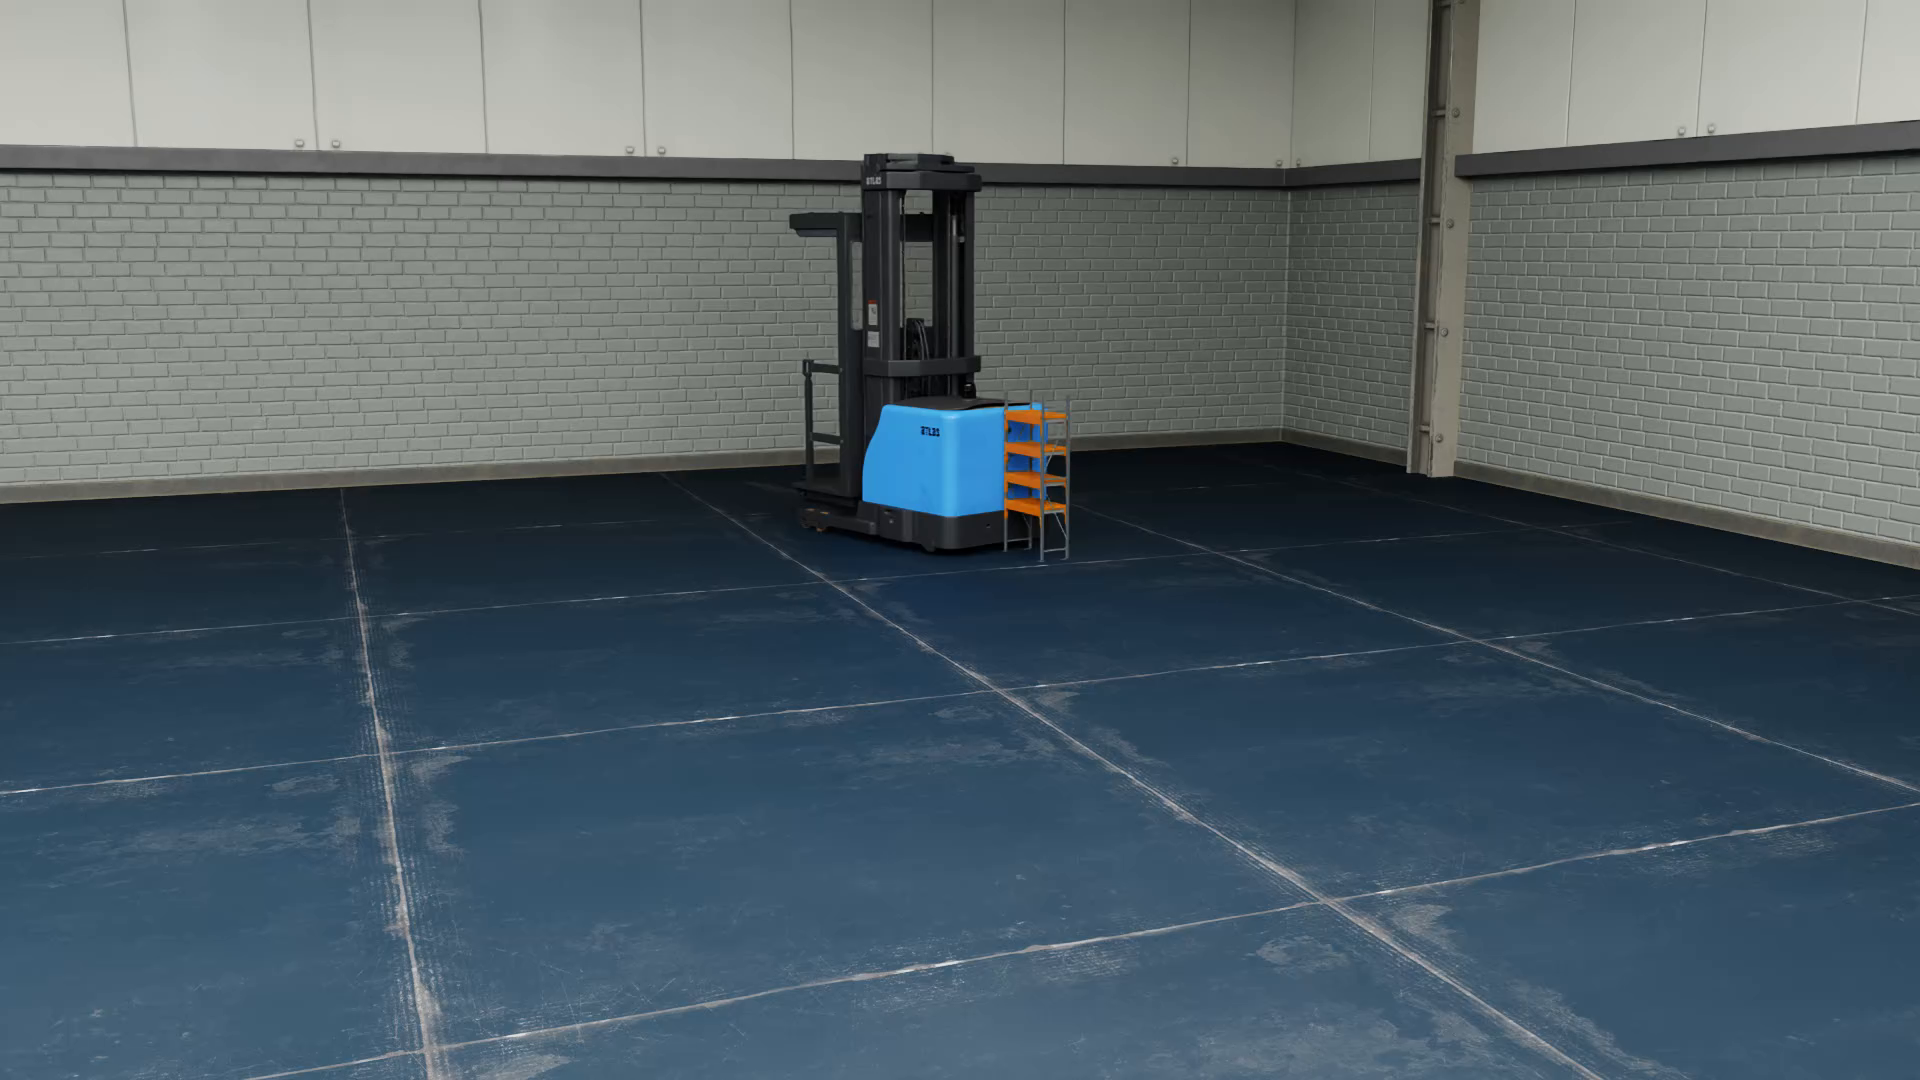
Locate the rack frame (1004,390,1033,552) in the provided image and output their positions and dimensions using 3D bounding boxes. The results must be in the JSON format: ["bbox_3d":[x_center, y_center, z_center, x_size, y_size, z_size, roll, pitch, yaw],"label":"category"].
[{"bbox_3d":[0.434,-0.510,12.364,0.240,1.200,0.015,-6,12,-30],"label":"rack frame"}]

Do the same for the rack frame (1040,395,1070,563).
[{"bbox_3d":[0.684,-0.437,11.951,0.240,1.200,0.015,-6,12,-30],"label":"rack frame"}]

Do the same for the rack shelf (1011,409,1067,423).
[{"bbox_3d":[0.559,-0.899,12.082,0.221,0.050,0.457,-6,12,-30],"label":"rack shelf"}]

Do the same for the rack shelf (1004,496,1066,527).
[{"bbox_3d":[0.559,-0.212,12.204,0.258,0.148,0.480,-6,12,-30],"label":"rack shelf"}]

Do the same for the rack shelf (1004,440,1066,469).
[{"bbox_3d":[0.559,-0.628,12.130,0.258,0.148,0.480,-6,12,-30],"label":"rack shelf"}]

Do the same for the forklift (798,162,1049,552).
[{"bbox_3d":[-0.304,-1.453,12.899,1.129,2.867,1.939,-8,13,-40],"label":"forklift"}]
